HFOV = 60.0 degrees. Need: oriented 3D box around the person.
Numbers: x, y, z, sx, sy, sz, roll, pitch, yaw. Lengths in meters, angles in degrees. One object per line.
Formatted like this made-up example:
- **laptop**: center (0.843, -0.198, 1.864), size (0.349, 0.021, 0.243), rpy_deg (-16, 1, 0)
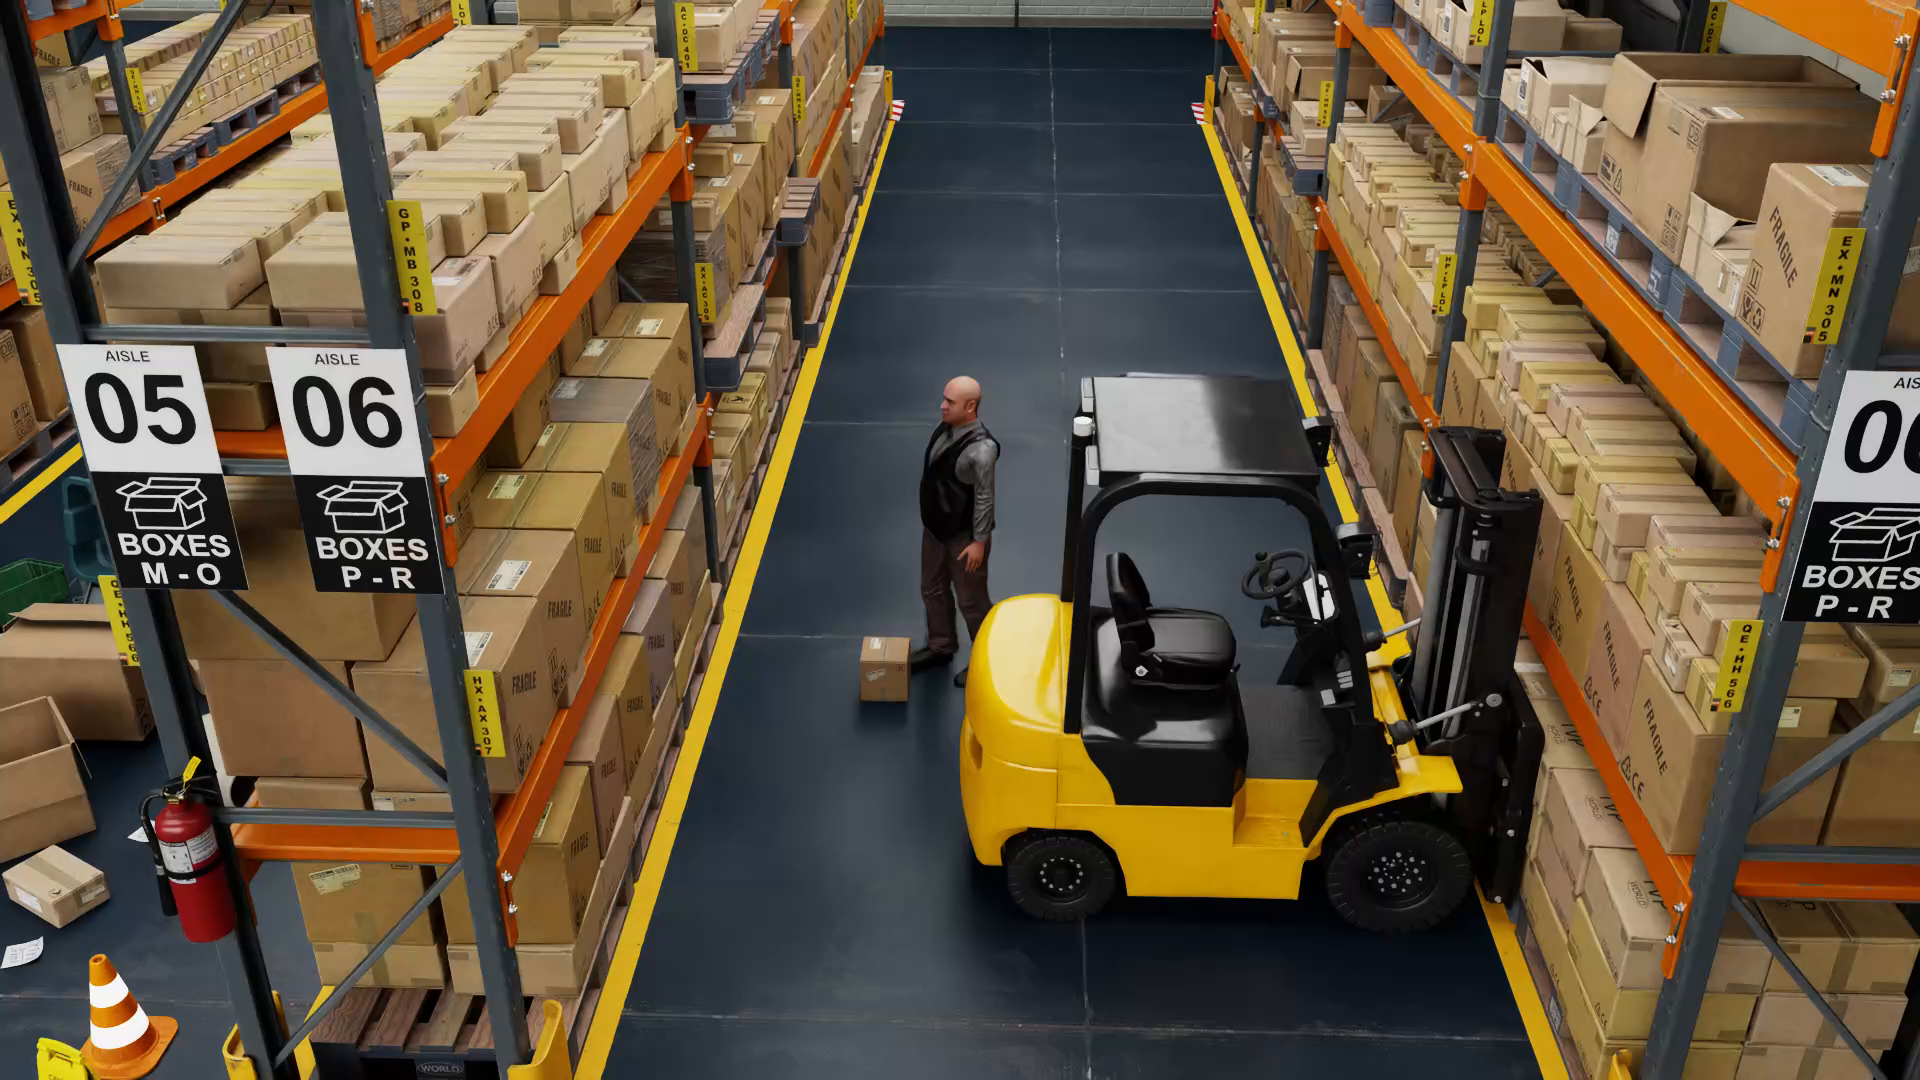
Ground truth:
- **person**: center (-0.034, -0.038, 8.733), size (0.489, 1.731, 0.535), rpy_deg (-13, 30, -23)
